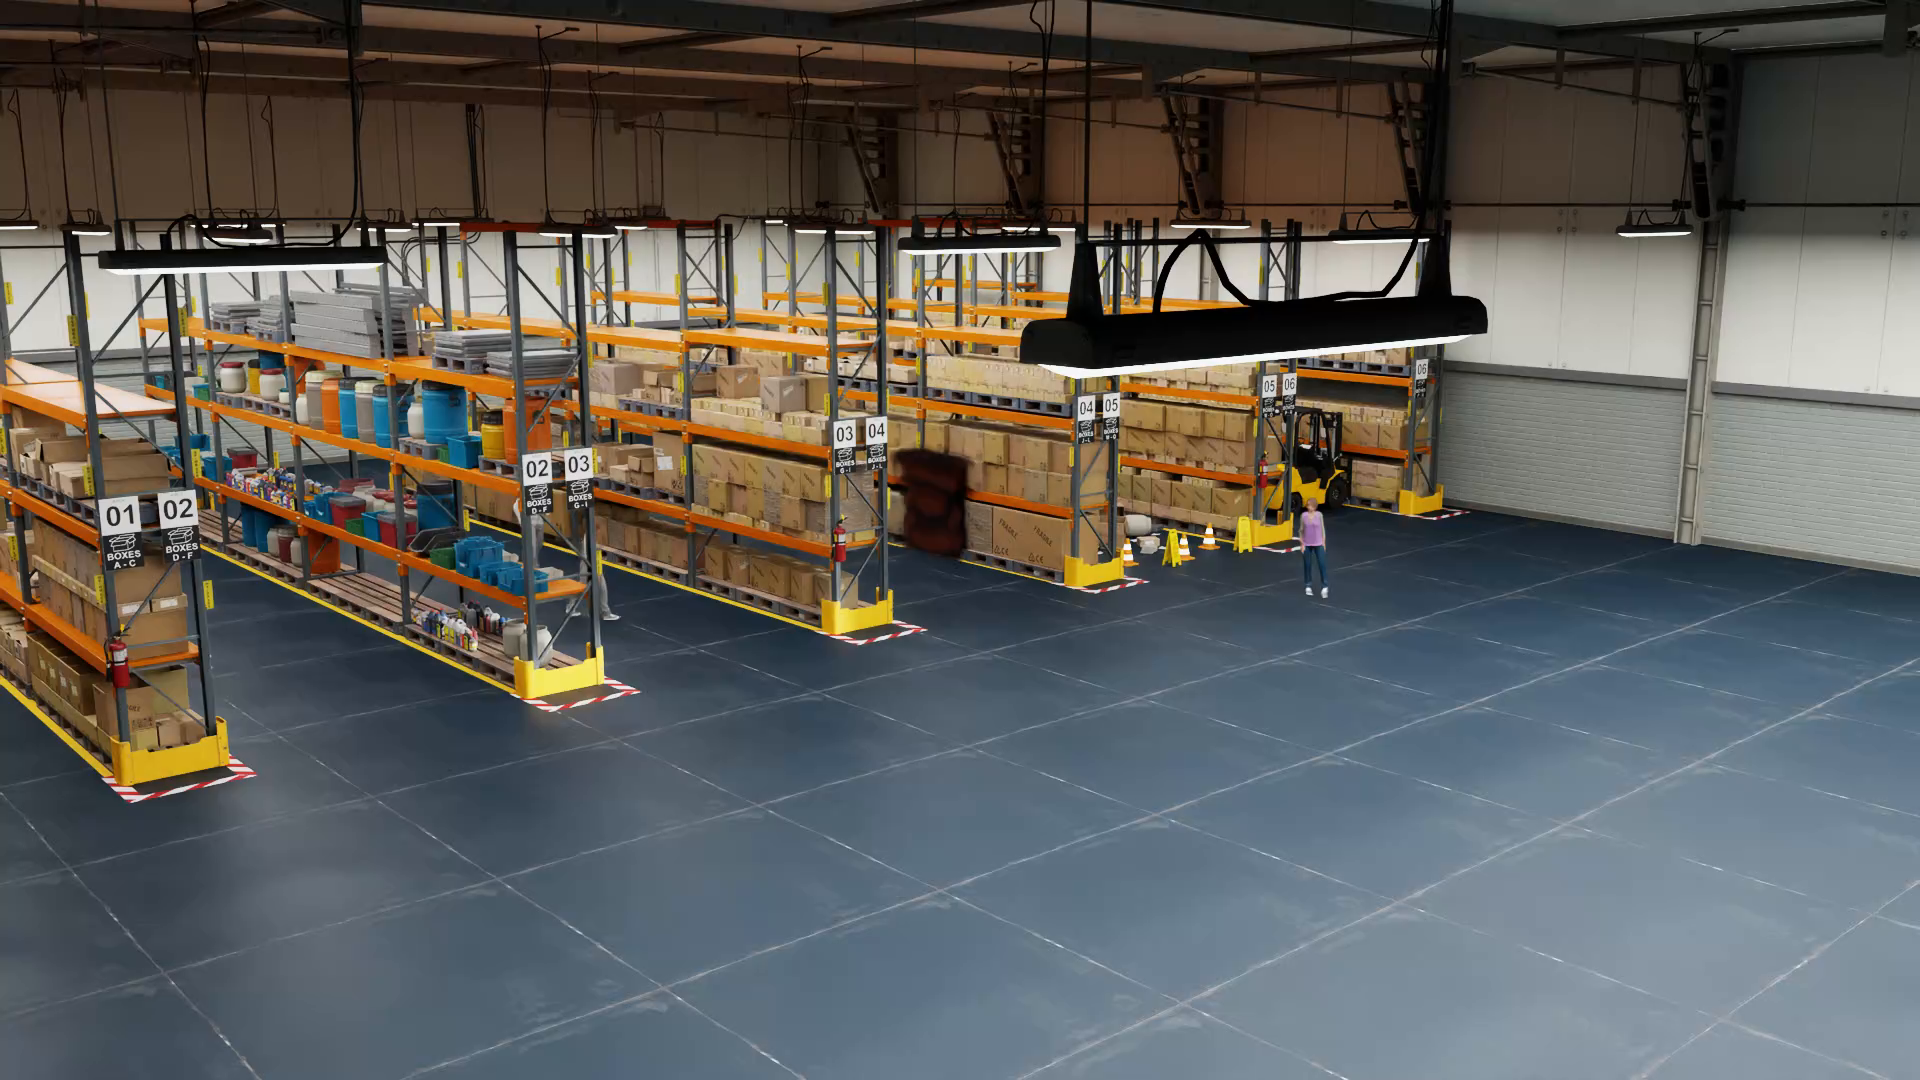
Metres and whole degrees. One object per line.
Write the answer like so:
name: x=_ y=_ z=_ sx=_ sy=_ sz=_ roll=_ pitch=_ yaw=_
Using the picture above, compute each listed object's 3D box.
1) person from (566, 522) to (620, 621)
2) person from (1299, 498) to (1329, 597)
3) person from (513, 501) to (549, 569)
person: x=-5.693 y=0.478 z=25.582 sx=0.908 sy=1.549 sz=0.377 roll=6 pitch=13 yaw=26
person: x=5.817 y=0.105 z=27.305 sx=0.524 sy=1.607 sz=0.383 roll=3 pitch=12 yaw=13
person: x=-7.399 y=-0.213 z=28.776 sx=0.645 sy=1.703 sz=0.804 roll=-8 pitch=14 yaw=-36
